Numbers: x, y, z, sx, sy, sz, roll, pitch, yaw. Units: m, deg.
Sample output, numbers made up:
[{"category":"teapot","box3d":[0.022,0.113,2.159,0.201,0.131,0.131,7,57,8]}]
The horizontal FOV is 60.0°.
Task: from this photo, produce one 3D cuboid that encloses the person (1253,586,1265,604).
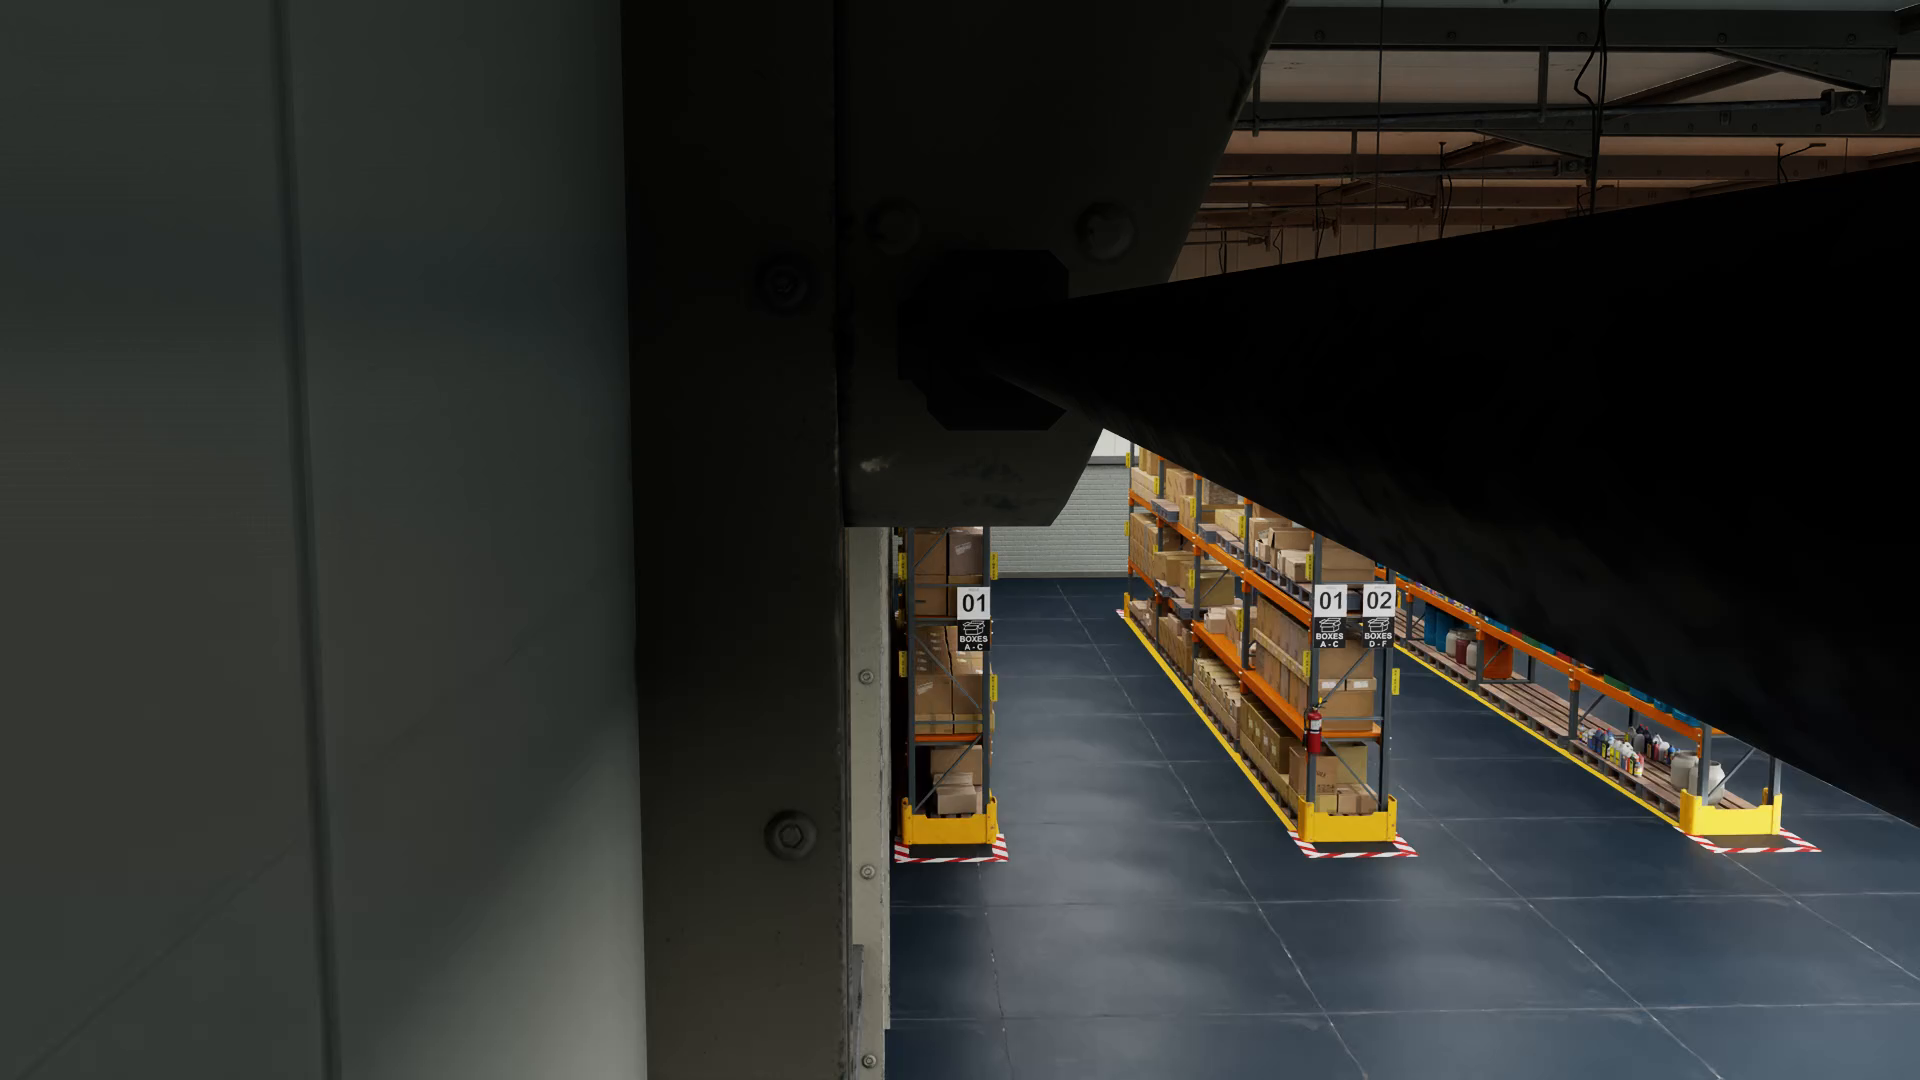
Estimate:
[{"category":"person","box3d":[6.818,0.698,37.945,0.568,1.721,0.462,4,9,31]}]
